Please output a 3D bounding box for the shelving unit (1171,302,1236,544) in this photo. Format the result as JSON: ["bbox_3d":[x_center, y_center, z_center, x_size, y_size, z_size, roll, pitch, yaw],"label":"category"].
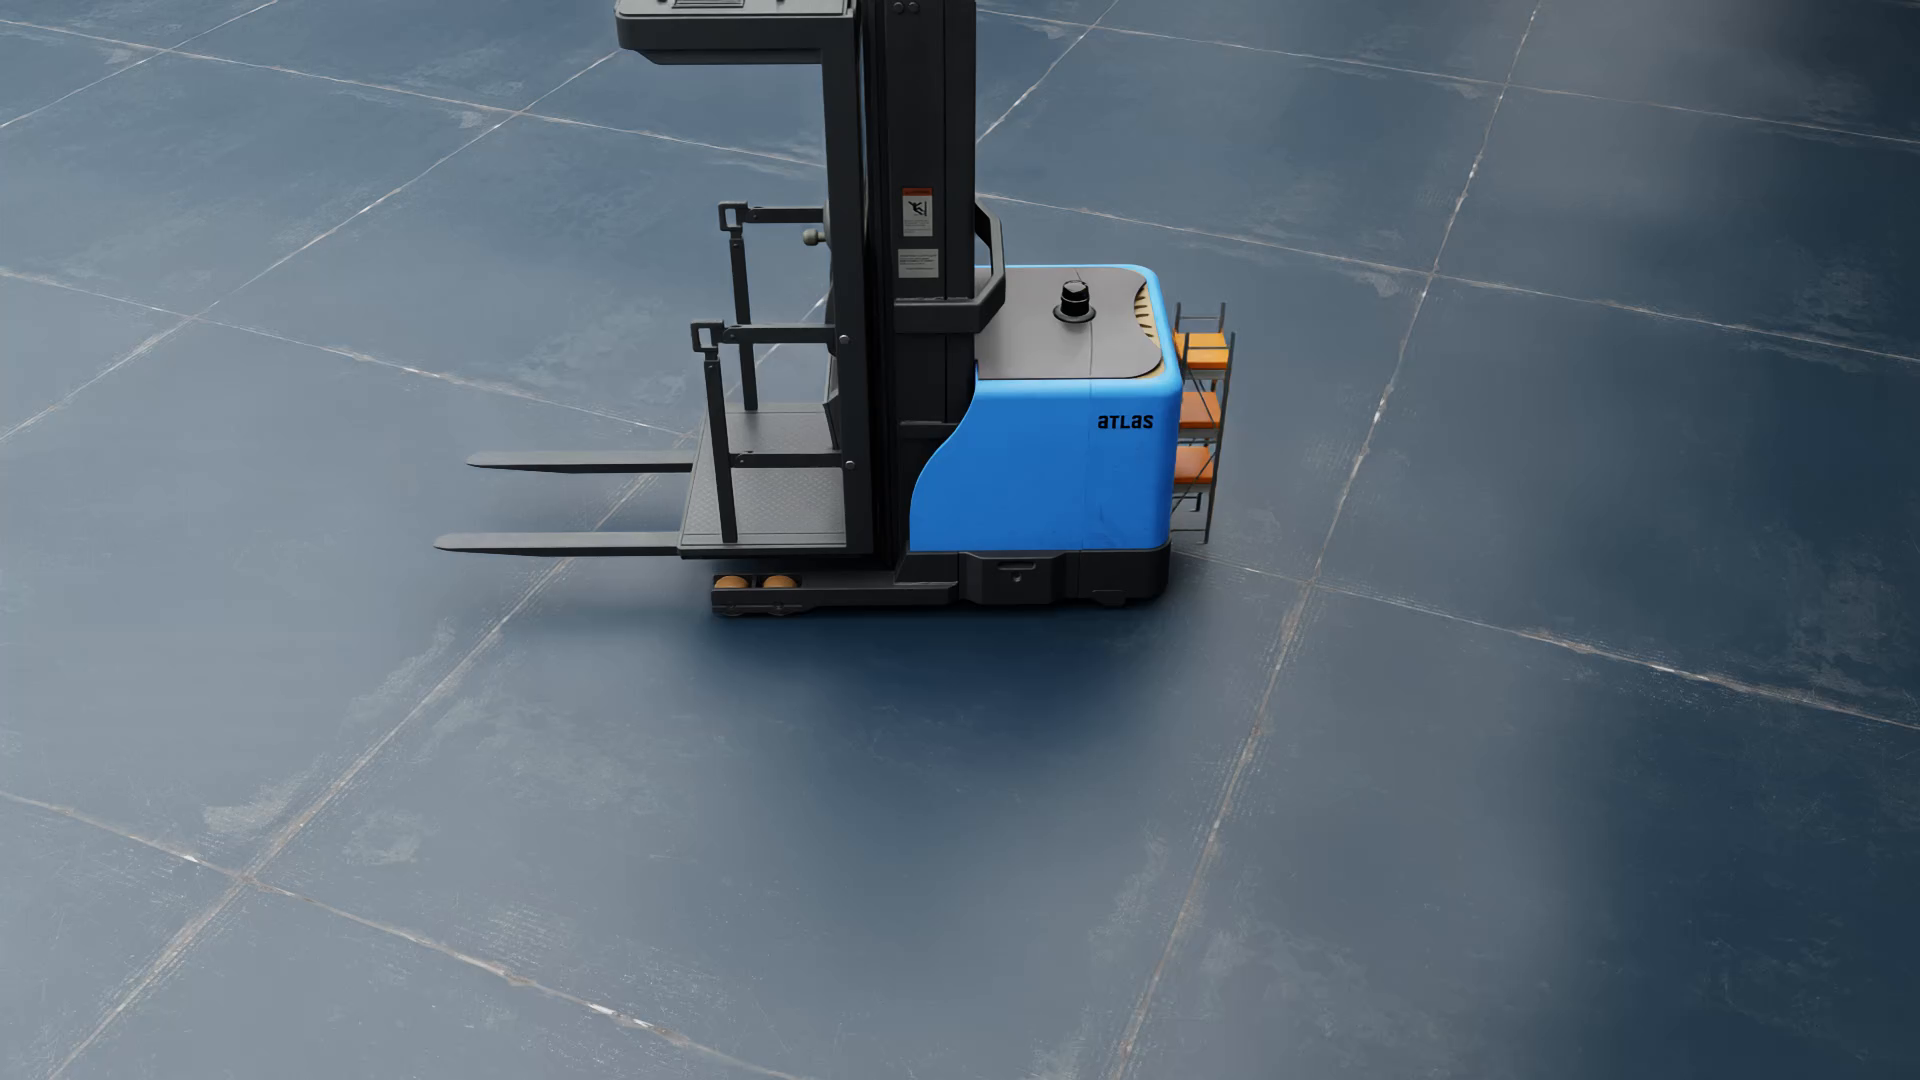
[{"bbox_3d":[0.982,-0.477,7.008,0.215,1.050,0.252,0,37,-2],"label":"shelving unit"}]

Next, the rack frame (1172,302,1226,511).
[{"bbox_3d":[0.978,-0.550,7.106,0.200,1.050,0.008,0,37,-2],"label":"rack frame"}]

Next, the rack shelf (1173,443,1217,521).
[{"bbox_3d":[0.977,-0.246,7.181,0.215,0.259,0.240,0,37,-2],"label":"rack shelf"}]

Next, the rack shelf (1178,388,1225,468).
[{"bbox_3d":[0.982,-0.469,7.015,0.215,0.259,0.240,0,37,-2],"label":"rack shelf"}]

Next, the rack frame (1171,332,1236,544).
[{"bbox_3d":[0.986,-0.404,6.911,0.200,1.050,0.008,0,37,-2],"label":"rack frame"}]

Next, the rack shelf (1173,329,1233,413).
[{"bbox_3d":[0.986,-0.696,6.845,0.215,0.259,0.240,0,37,-2],"label":"rack shelf"}]

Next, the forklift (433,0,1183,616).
[{"bbox_3d":[-0.661,-1.181,6.383,3.031,2.935,1.130,-1,37,-1],"label":"forklift"}]
